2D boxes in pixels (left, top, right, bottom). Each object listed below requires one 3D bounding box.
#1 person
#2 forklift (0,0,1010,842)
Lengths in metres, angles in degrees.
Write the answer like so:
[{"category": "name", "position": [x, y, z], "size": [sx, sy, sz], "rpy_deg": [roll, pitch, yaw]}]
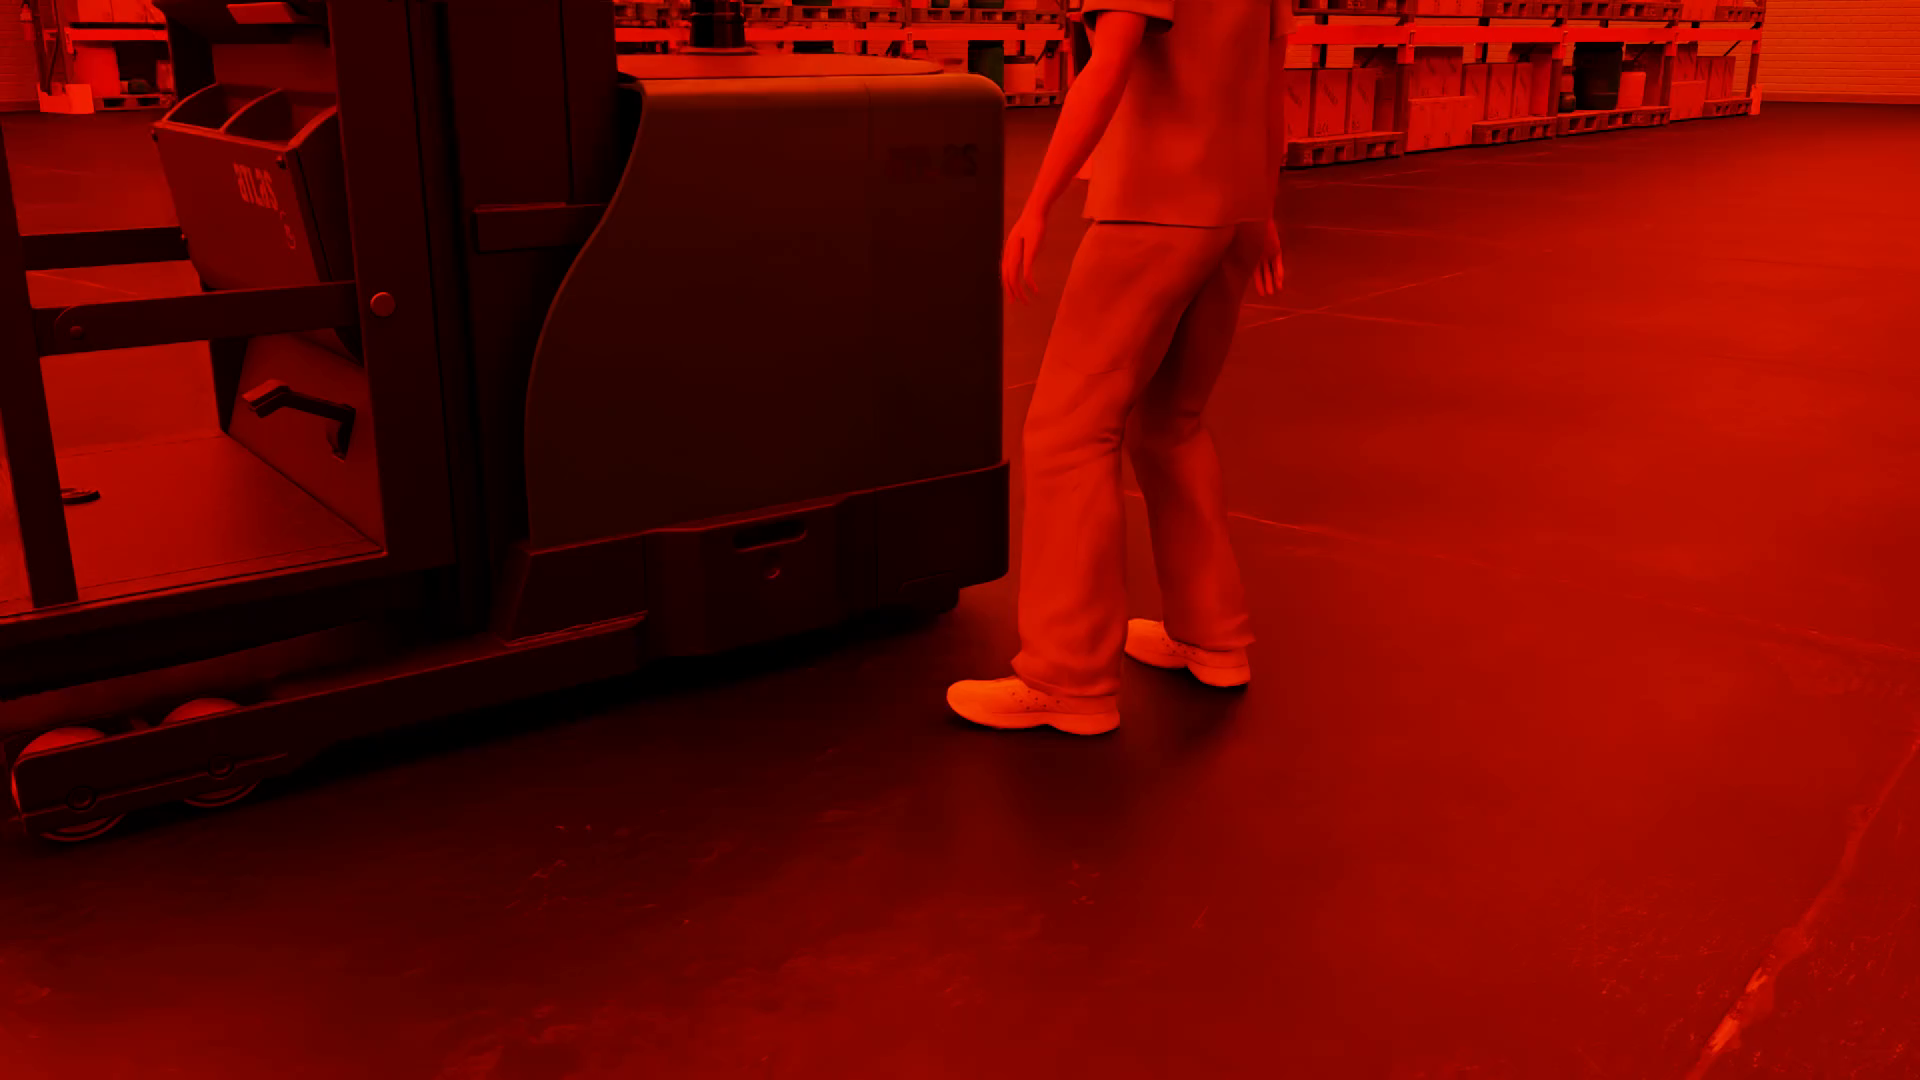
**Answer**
[{"category": "person", "position": [0.323, -0.526, 2.843], "size": [0.377, 1.650, 0.707], "rpy_deg": [12, 21, 35]}, {"category": "forklift", "position": [-1.387, -1.129, 2.615], "size": [3.031, 2.935, 1.130], "rpy_deg": [-12, 21, -34]}]
